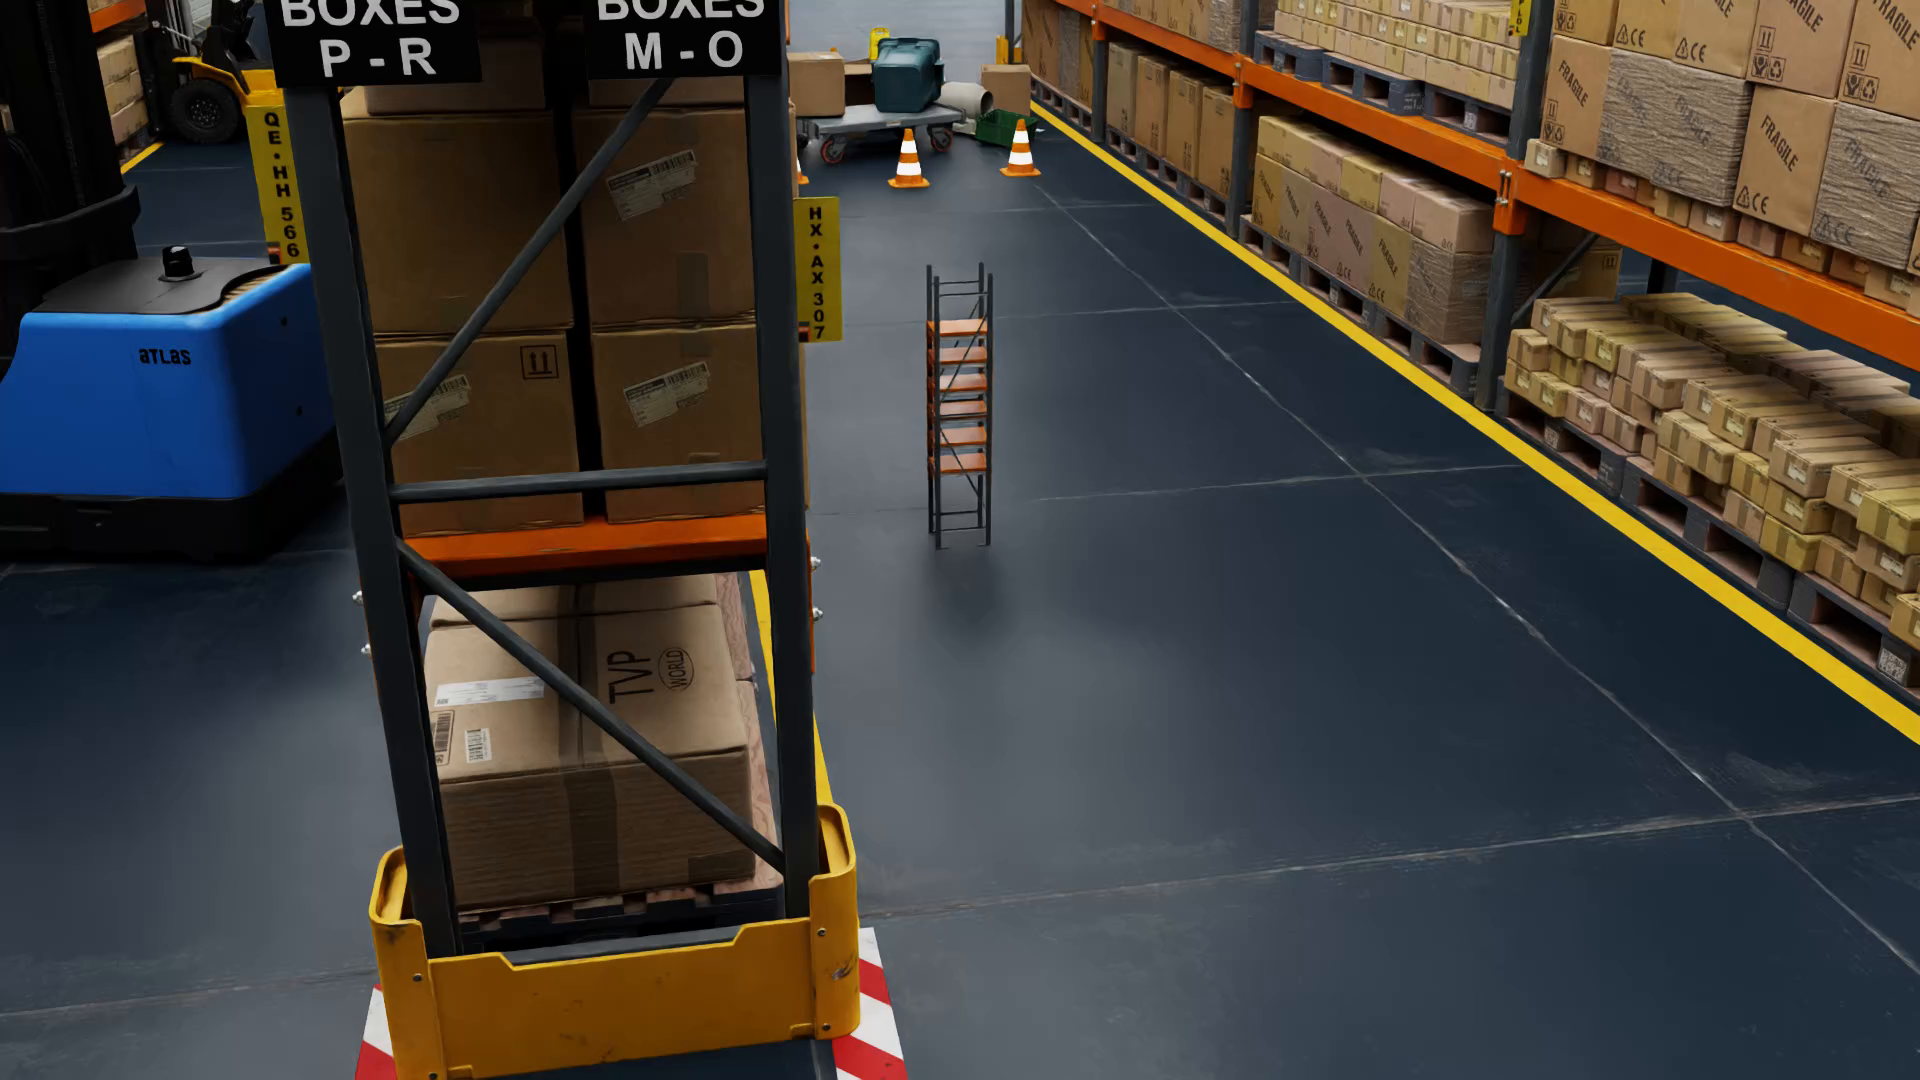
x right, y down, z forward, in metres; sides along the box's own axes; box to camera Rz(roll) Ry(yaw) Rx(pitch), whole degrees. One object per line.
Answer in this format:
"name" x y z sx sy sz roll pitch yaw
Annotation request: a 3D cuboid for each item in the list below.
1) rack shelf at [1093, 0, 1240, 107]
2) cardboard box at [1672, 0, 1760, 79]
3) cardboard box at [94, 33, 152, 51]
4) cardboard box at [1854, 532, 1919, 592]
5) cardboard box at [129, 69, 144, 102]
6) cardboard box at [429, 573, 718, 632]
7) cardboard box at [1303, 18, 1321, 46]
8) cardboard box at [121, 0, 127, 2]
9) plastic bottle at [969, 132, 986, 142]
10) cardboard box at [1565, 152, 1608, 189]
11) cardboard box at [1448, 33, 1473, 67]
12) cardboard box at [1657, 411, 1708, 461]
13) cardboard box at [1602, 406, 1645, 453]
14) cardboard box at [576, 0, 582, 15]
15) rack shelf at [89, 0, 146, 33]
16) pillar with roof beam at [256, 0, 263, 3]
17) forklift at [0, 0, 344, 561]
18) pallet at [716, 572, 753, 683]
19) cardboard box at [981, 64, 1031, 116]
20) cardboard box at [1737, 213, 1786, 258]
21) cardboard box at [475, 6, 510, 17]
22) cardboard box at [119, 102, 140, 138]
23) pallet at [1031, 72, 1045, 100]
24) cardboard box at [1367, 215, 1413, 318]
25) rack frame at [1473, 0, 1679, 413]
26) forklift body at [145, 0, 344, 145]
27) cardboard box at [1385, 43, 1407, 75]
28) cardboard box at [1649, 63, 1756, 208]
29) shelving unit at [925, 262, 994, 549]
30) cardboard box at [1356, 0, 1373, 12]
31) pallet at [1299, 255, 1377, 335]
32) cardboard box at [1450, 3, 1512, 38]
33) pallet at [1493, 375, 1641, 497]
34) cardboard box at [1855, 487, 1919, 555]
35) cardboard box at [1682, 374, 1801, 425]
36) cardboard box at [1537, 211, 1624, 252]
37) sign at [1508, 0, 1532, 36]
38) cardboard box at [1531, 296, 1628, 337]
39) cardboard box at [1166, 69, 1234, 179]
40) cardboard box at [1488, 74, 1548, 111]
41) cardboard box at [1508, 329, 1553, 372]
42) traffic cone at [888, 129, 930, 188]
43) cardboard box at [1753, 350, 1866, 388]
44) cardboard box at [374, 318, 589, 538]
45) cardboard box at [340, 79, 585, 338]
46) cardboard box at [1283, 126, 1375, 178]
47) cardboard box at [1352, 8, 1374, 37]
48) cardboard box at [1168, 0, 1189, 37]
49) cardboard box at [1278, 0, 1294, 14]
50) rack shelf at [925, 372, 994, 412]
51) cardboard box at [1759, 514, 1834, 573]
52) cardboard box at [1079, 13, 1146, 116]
"rack shelf" 2.136 -4.135 13.869 1.077 0.370 4.000 -4 24 -10
"cardboard box" 3.263 -2.146 6.671 0.500 0.500 0.500 -4 24 -9
"cardboard box" -8.016 -4.684 15.889 0.500 0.250 0.500 -5 24 -11
"cardboard box" 3.509 0.056 6.041 0.380 0.149 0.250 -5 24 -12
"cardboard box" -7.920 -4.248 15.514 0.500 0.250 0.500 -5 24 -10
"cardboard box" -1.259 0.245 5.618 0.875 0.438 0.875 -4 24 -8
"cardboard box" 2.490 -3.353 10.968 0.380 0.149 0.250 -3 24 -7
"cardboard box" -8.062 -5.318 15.555 0.500 0.500 0.500 -4 24 -9
"plastic bottle" 0.232 -3.902 16.107 0.133 0.061 0.283 -19 30 -37
"cardboard box" 3.097 -1.758 7.841 0.380 0.149 0.250 -4 24 -8
"cardboard box" 2.885 -2.662 9.014 0.380 0.149 0.250 -3 24 -7
"cardboard box" 3.273 -0.454 7.208 0.380 0.149 0.250 -4 24 -10
"cardboard box" 3.239 -0.529 7.751 0.380 0.149 0.250 -5 24 -11
"cardboard box" -1.663 -1.798 6.246 0.500 0.500 0.500 -5 24 -10
"rack shelf" -8.327 -4.934 15.697 1.077 0.370 4.000 -4 24 -10
"pillar with roof beam" -7.442 -13.497 26.911 9.100 9.000 0.400 -4 24 -10
"forklift" -4.410 -1.475 6.965 3.031 2.935 1.130 2 24 4
"pallet" -1.308 0.365 6.151 1.003 0.211 1.213 -4 24 -10
"cardboard box" 0.471 -4.642 17.250 0.500 0.500 0.500 0 24 -1
"cardboard box" 3.363 -1.238 6.650 0.380 0.149 0.250 -3 24 -8
"cardboard box" -1.325 -1.246 4.171 0.380 0.149 0.250 -5 24 -10
"cardboard box" -7.830 -3.822 15.165 0.500 0.250 0.500 -5 24 -11
"pallet" 1.251 -5.238 18.980 1.003 0.211 1.213 -4 24 -10
"cardboard box" 2.767 -1.626 9.824 0.500 0.500 0.500 -5 24 -11
"rack frame" 3.245 -2.105 8.321 1.000 3.000 0.127 -4 24 -10
"forklift body" -6.553 -5.050 16.126 2.313 2.155 1.214 -4 24 -10
"cardboard box" 2.733 -2.836 9.785 0.380 0.149 0.250 -3 24 -7
"cardboard box" 3.246 -1.679 6.849 0.500 0.500 0.500 -5 24 -11
"shelving unit" -0.003 -0.556 7.023 0.258 1.200 0.189 -4 24 -10
"cardboard box" 2.645 -3.315 10.139 0.380 0.149 0.250 -4 24 -8
"pallet" 2.871 -1.614 10.681 1.003 0.211 1.213 -4 24 -10
"cardboard box" 2.883 -2.806 8.972 0.380 0.149 0.250 -5 24 -11
"pallet" 3.404 -0.565 8.281 1.003 0.211 1.213 -4 24 -10
"cardboard box" 3.475 -0.075 5.968 0.380 0.149 0.250 -5 24 -11
"cardboard box" 3.362 -0.596 7.161 0.380 0.149 0.250 -5 24 -12
"cardboard box" 3.368 -1.806 9.298 0.500 0.250 0.500 -5 24 -12
"sign" 2.701 -2.593 7.992 0.100 0.325 0.005 -4 24 -10
"cardboard box" 3.106 -1.113 8.344 0.380 0.149 0.250 -3 24 -8
"cardboard box" 2.317 -3.429 13.641 1.050 0.750 0.750 -4 24 -9
"cardboard box" 2.977 -2.324 8.612 0.380 0.149 0.250 -5 24 -11
"cardboard box" 2.998 -0.961 8.368 0.380 0.149 0.250 -3 24 -7
"traffic cone" -0.438 -3.259 14.133 0.336 0.463 0.334 -4 24 -10
"cardboard box" 3.819 -0.740 7.491 0.380 0.149 0.250 -5 24 -12
"cardboard box" -1.210 -0.341 4.159 0.500 0.500 0.500 -4 24 -9
"cardboard box" -1.184 -0.801 3.963 0.500 0.500 0.500 -4 24 -8
"cardboard box" 2.489 -2.580 11.071 0.500 0.250 0.500 -5 24 -10
"cardboard box" 2.637 -3.180 10.202 0.380 0.149 0.250 -5 24 -10
"cardboard box" 1.975 -4.274 13.164 0.500 0.500 0.500 -5 24 -11
"cardboard box" 2.398 -3.687 11.361 0.380 0.149 0.250 -3 24 -7
"rack shelf" -0.003 -0.625 6.993 0.258 0.103 0.180 -4 24 -10
"cardboard box" 3.404 -0.005 6.550 0.380 0.149 0.250 -5 24 -12
"cardboard box" 1.719 -4.723 16.446 0.875 0.875 0.875 -4 24 -9
